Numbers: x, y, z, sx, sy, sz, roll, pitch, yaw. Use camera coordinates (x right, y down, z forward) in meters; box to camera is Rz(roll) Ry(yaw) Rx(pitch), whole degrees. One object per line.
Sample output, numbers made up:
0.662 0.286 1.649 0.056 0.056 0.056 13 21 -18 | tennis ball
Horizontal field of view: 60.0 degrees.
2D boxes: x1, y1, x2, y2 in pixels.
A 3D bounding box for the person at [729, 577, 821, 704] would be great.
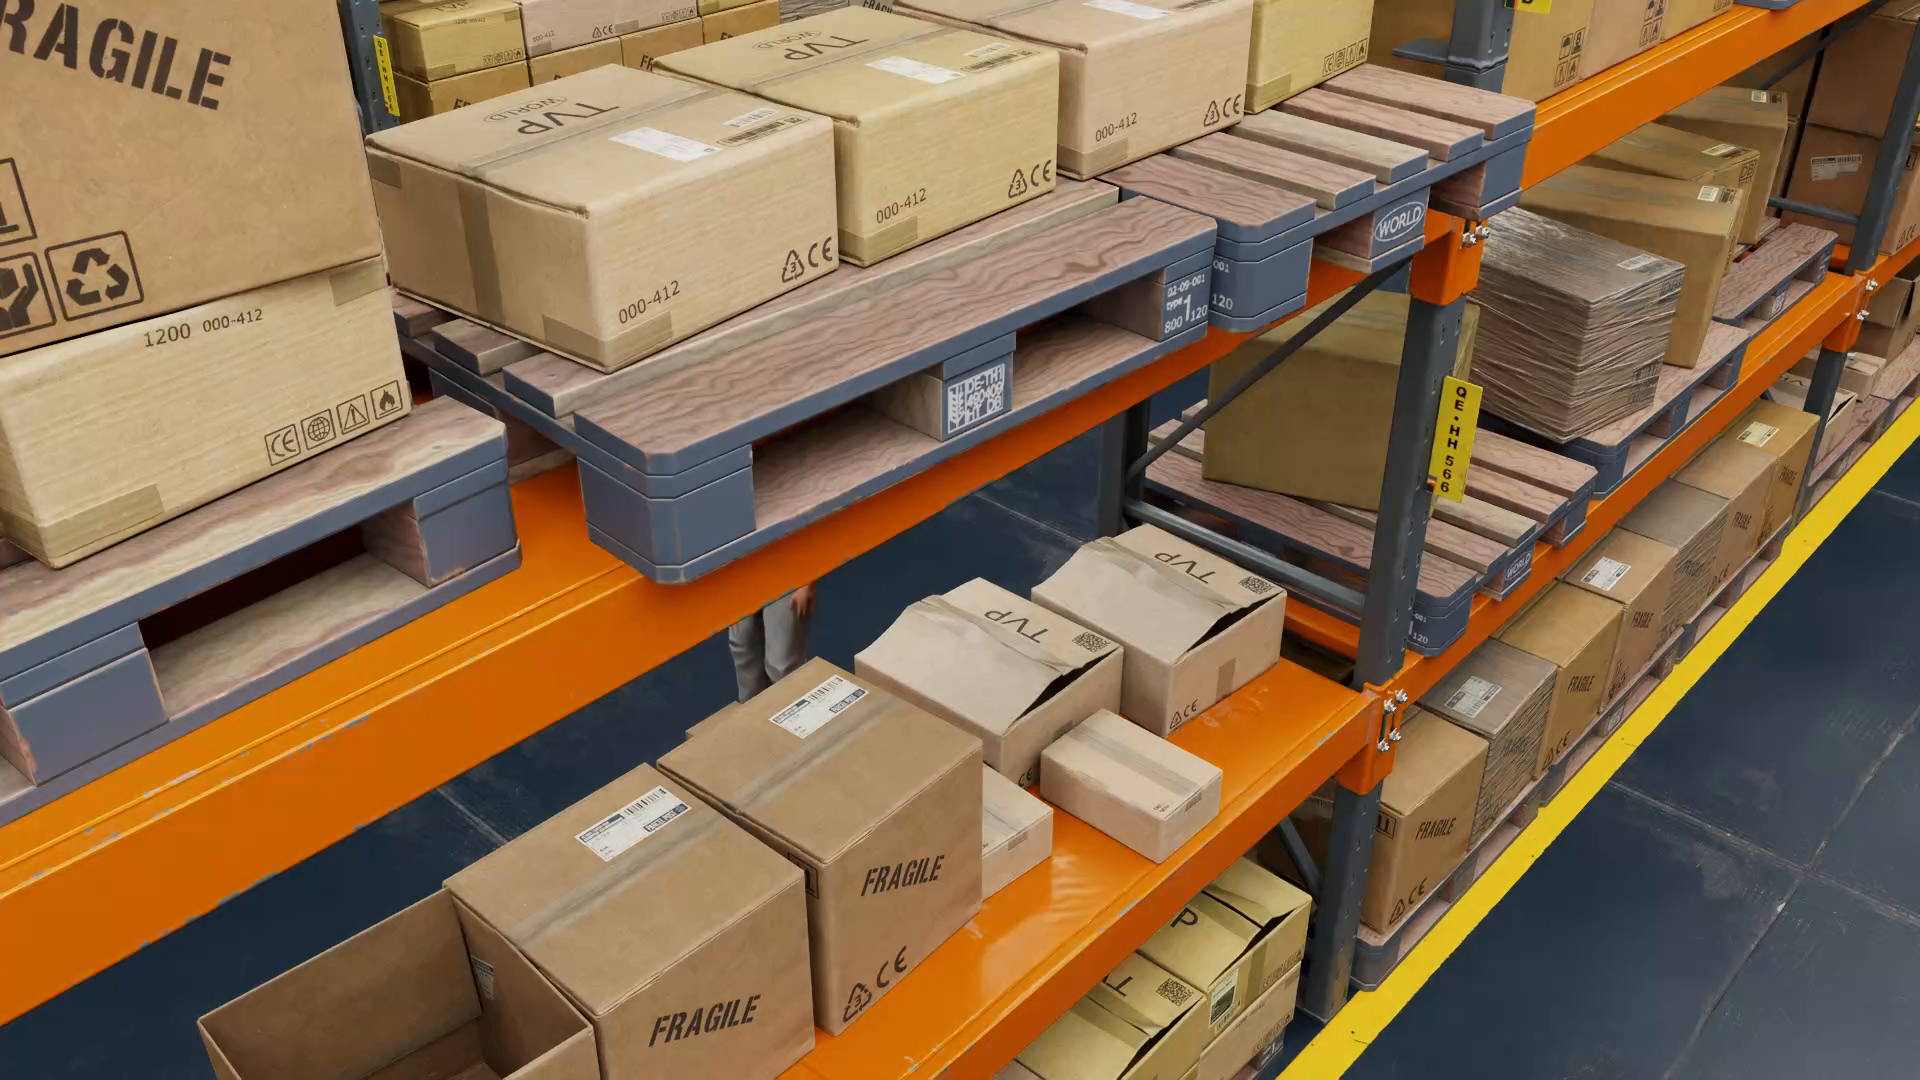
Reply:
-0.695 0.105 5.963 0.489 1.673 0.404 25 39 35 | person
